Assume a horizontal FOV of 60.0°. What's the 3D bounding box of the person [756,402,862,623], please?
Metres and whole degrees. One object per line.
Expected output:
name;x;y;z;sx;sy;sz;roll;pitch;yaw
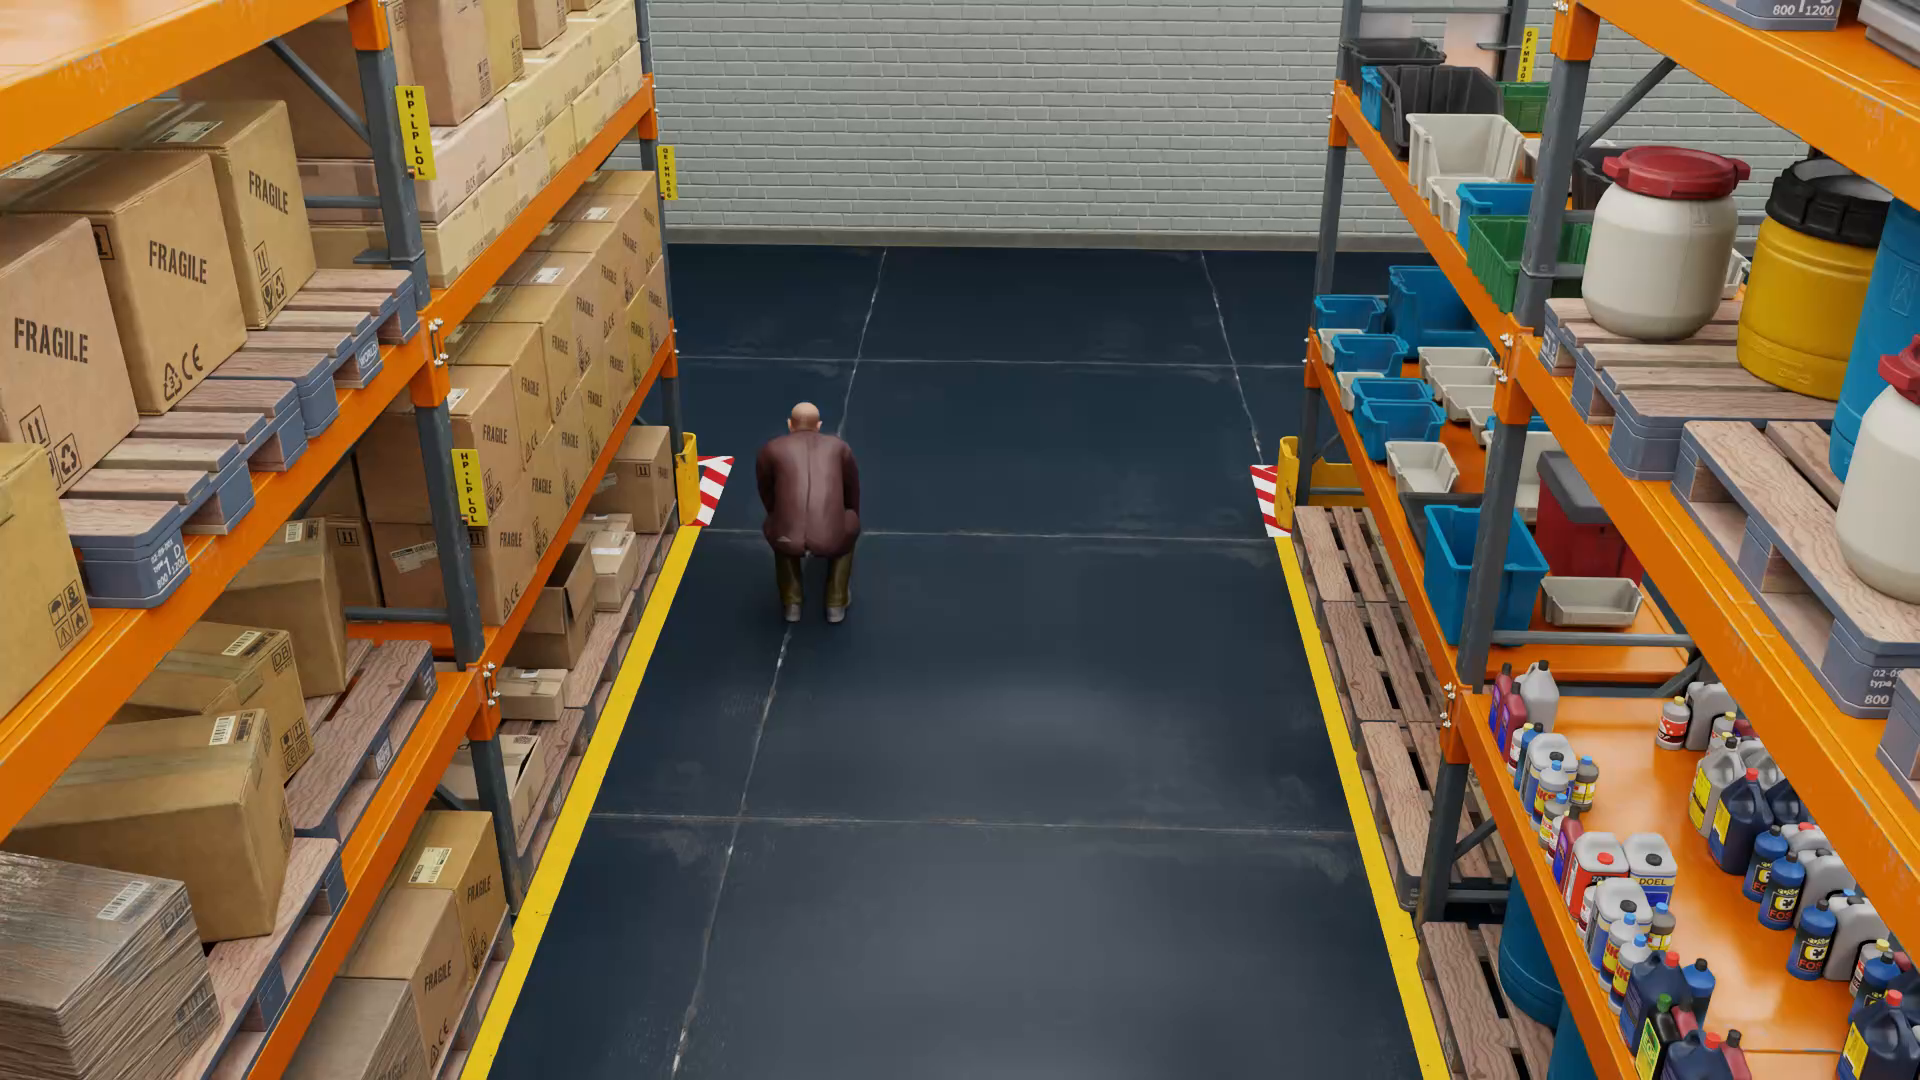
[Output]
person;-0.875;-0.143;9.603;0.620;1.137;0.852;1;28;2
